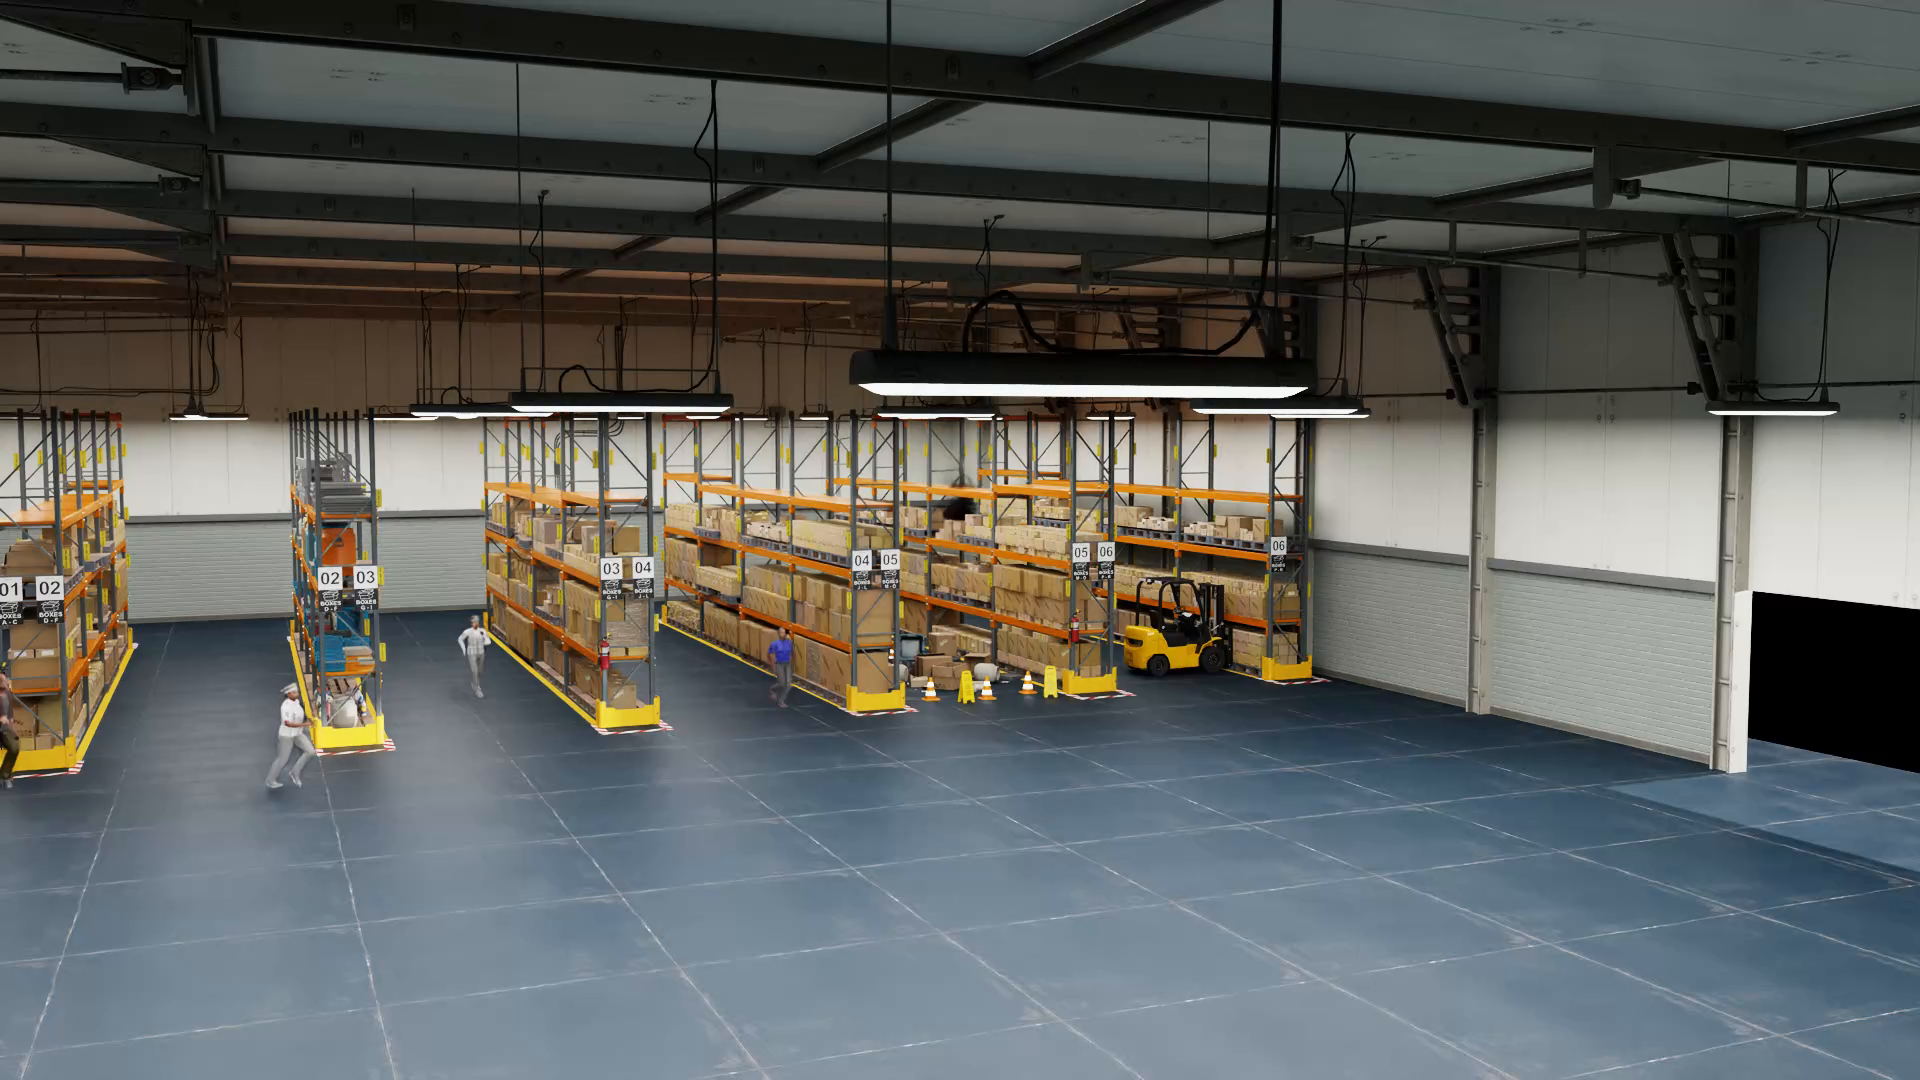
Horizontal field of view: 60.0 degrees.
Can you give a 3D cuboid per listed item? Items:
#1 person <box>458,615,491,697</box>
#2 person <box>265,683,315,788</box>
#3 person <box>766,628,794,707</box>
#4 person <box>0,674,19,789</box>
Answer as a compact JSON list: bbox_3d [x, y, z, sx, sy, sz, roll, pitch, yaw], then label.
[{"bbox_3d":[-10.171,2.408,34.936,0.611,1.681,0.940,-3,5,-35],"label":"person"},{"bbox_3d":[-10.448,3.049,26.027,0.834,1.669,0.590,1,4,10],"label":"person"},{"bbox_3d":[-3.580,2.573,33.543,0.574,1.603,0.561,-3,5,-33],"label":"person"},{"bbox_3d":[-15.161,3.053,26.219,0.740,1.775,0.764,1,4,19],"label":"person"}]
